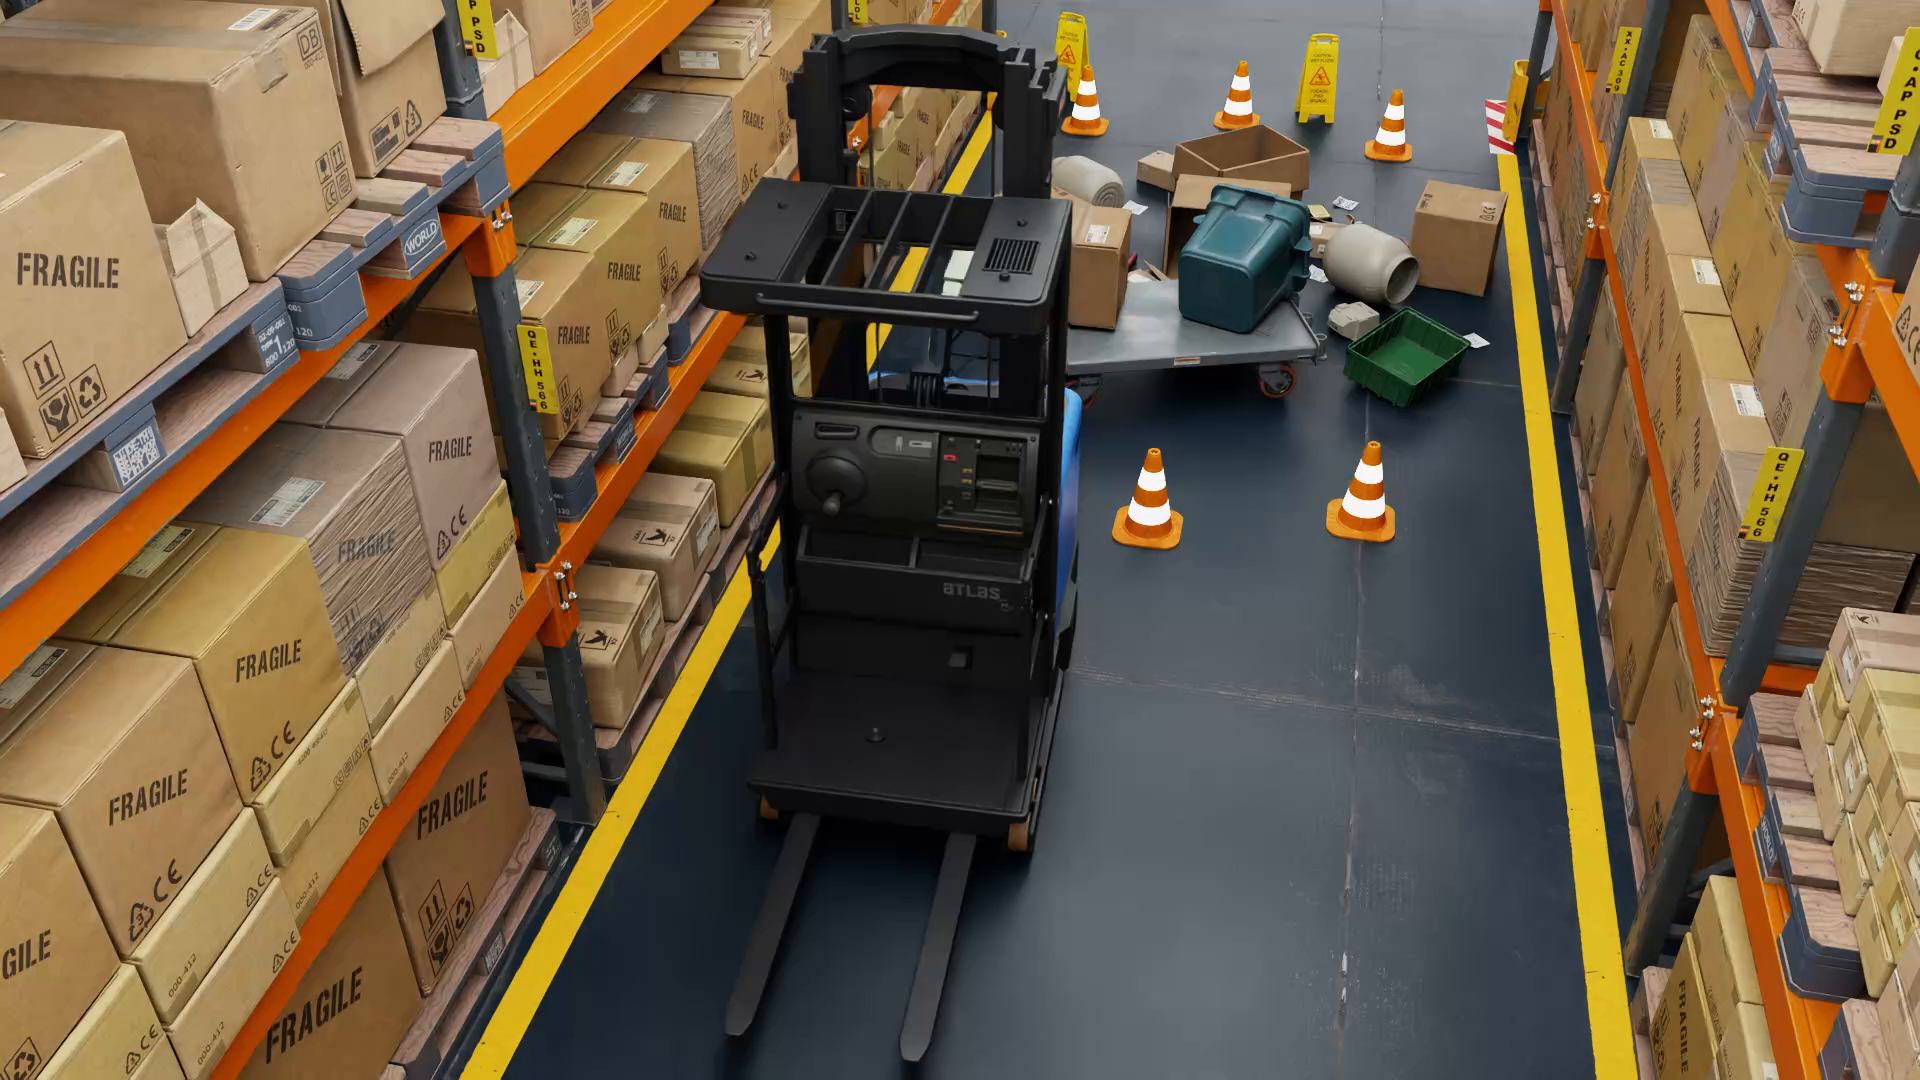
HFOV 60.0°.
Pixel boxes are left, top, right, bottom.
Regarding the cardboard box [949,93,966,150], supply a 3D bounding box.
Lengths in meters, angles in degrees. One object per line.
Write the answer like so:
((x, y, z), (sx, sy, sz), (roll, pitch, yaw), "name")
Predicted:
((-0.252, -3.008, 11.829), (0.500, 0.250, 0.500), (7, 37, 10), "cardboard box")

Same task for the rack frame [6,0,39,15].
((-5.928, -3.071, 9.931), (1.000, 3.000, 0.127), (7, 37, 10), "rack frame")

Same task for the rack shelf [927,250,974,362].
((0.116, -1.078, 7.769), (0.431, 0.370, 0.720), (9, 29, 4), "rack shelf")

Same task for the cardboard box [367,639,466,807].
((-1.880, 0.520, 5.104), (0.500, 0.250, 0.500), (8, 37, 11), "cardboard box")

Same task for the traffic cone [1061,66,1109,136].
((0.945, -3.309, 12.421), (0.336, 0.463, 0.334), (7, 37, 10), "traffic cone")

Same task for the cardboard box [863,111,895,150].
((-0.603, -2.442, 9.857), (0.380, 0.149, 0.250), (8, 37, 11), "cardboard box")

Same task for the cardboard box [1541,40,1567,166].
((4.554, -3.094, 11.416), (0.875, 0.875, 0.875), (8, 37, 10), "cardboard box")

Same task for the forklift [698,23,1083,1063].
((-0.205, -0.191, 6.016), (1.130, 2.935, 3.031), (6, 36, 8), "forklift")

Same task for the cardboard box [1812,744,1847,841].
((2.575, 0.722, 4.555), (0.380, 0.149, 0.250), (9, 37, 12), "cardboard box")

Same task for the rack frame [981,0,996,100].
((-0.223, -4.744, 12.240), (1.000, 3.000, 0.127), (7, 37, 10), "rack frame")

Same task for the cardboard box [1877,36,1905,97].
((2.838, -1.297, 4.683), (0.380, 0.166, 0.250), (7, 37, 10), "cardboard box")

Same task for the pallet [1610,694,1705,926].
((3.167, 1.091, 6.564), (1.003, 0.211, 1.213), (7, 37, 10), "pallet")

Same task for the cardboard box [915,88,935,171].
((-0.473, -2.721, 10.795), (0.500, 0.500, 0.500), (9, 37, 12), "cardboard box")

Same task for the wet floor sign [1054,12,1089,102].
((0.862, -3.766, 12.896), (0.267, 0.644, 0.232), (20, 41, 26), "wet floor sign")

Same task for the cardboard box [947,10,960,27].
((-0.209, -3.513, 11.334), (0.380, 0.149, 0.250), (8, 37, 11), "cardboard box")

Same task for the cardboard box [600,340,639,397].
((-1.484, -0.698, 6.513), (0.380, 0.149, 0.250), (5, 36, 7), "cardboard box")

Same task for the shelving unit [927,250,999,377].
((0.074, -0.737, 7.955), (0.431, 1.500, 0.755), (9, 29, 4), "shelving unit")

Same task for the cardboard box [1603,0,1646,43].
((3.896, -2.923, 8.680), (0.875, 0.550, 0.550), (7, 37, 10), "cardboard box")

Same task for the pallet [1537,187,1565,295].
((4.277, -1.887, 10.674), (1.003, 0.211, 1.213), (7, 37, 10), "pallet")

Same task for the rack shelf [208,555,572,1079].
((-2.359, 1.280, 4.541), (1.077, 0.370, 4.000), (7, 37, 10), "rack shelf")

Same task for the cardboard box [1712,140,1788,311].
((3.354, -1.174, 6.377), (0.700, 0.500, 0.500), (7, 37, 10), "cardboard box")

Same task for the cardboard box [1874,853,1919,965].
((2.463, 0.922, 4.025), (0.380, 0.149, 0.250), (7, 37, 10), "cardboard box")

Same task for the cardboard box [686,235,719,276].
((-1.289, -1.310, 7.357), (0.380, 0.149, 0.250), (8, 37, 11), "cardboard box")

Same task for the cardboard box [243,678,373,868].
((-1.983, 0.601, 4.567), (0.500, 0.250, 0.500), (6, 36, 9), "cardboard box")

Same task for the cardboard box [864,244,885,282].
((-0.688, -1.812, 10.179), (0.500, 0.250, 0.500), (6, 36, 8), "cardboard box")

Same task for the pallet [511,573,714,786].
((-1.764, 0.524, 7.348), (1.003, 0.211, 1.213), (7, 37, 10), "pallet")

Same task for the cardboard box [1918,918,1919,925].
((2.413, 0.938, 3.749), (0.380, 0.149, 0.250), (9, 37, 12), "cardboard box")

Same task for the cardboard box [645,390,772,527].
((-1.484, -0.444, 8.189), (0.950, 0.372, 0.625), (8, 37, 12), "cardboard box")

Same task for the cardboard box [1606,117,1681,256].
((3.404, -1.661, 7.901), (0.500, 0.500, 0.500), (8, 37, 10), "cardboard box")

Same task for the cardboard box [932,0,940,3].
((-0.299, -3.659, 10.957), (0.380, 0.149, 0.250), (7, 37, 9), "cardboard box")

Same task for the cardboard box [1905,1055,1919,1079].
((2.351, 1.328, 3.718), (0.380, 0.149, 0.250), (8, 37, 11), "cardboard box")

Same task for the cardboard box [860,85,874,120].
((-0.697, -2.490, 9.343), (0.380, 0.149, 0.250), (7, 37, 10), "cardboard box")

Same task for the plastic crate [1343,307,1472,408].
((2.537, -1.037, 9.472), (0.450, 0.188, 0.662), (36, 48, 26), "plastic crate")

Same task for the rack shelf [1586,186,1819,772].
((3.352, -0.450, 6.929), (1.077, 0.370, 4.000), (7, 37, 10), "rack shelf")

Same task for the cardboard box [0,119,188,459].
((-2.025, -0.536, 3.434), (0.500, 0.500, 0.500), (8, 37, 10), "cardboard box")

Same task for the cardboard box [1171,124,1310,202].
((1.875, -2.409, 11.145), (0.797, 0.503, 0.637), (-17, 39, -22), "cardboard box")

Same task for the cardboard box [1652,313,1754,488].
((2.974, -0.500, 6.299), (0.500, 0.500, 0.500), (7, 36, 9), "cardboard box")

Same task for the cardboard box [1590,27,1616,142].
((3.942, -2.480, 8.988), (0.875, 0.550, 0.550), (7, 37, 10), "cardboard box")

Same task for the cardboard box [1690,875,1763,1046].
((2.541, 1.308, 5.022), (0.500, 0.250, 0.500), (6, 36, 8), "cardboard box")

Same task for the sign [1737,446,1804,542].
((2.382, -0.132, 4.889), (0.100, 0.325, 0.005), (7, 37, 10), "sign")

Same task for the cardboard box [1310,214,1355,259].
((2.347, -1.998, 10.780), (0.396, 0.266, 0.258), (14, 38, 18), "cardboard box")

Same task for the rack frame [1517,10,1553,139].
((4.634, -4.182, 11.463), (1.000, 3.000, 0.127), (7, 37, 10), "rack frame")

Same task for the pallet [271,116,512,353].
((-2.018, -0.920, 4.568), (1.213, 0.211, 1.003), (9, 37, 12), "pallet")

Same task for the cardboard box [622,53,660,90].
((-1.683, -1.980, 7.729), (0.500, 0.500, 0.500), (7, 37, 10), "cardboard box")

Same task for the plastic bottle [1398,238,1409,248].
((2.774, -1.909, 10.832), (0.283, 0.061, 0.133), (-5, 36, -6), "plastic bottle")

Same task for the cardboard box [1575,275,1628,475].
((3.735, -0.780, 8.330), (1.050, 0.750, 0.750), (7, 37, 10), "cardboard box")

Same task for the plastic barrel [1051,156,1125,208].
((0.814, -2.327, 11.100), (0.421, 0.421, 0.512), (-24, 42, -30), "plastic barrel")

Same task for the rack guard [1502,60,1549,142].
((4.639, -3.183, 12.216), (1.175, 0.500, 0.348), (7, 37, 10), "rack guard")

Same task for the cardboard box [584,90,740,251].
((-1.284, -1.608, 7.216), (0.500, 0.500, 0.500), (6, 36, 8), "cardboard box")

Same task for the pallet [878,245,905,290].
((-0.969, -1.711, 10.431), (1.003, 0.211, 1.213), (7, 37, 10), "pallet")

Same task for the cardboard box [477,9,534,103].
((-1.644, -1.623, 5.492), (0.396, 0.266, 0.258), (7, 37, 10), "cardboard box")

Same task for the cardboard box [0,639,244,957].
((-2.116, 0.594, 3.937), (0.500, 0.500, 0.500), (7, 36, 9), "cardboard box")

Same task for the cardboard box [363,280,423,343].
((-2.107, -0.784, 6.079), (0.500, 0.500, 0.500), (6, 36, 9), "cardboard box")

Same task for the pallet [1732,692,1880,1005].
((2.877, 0.904, 4.610), (1.213, 0.211, 1.003), (7, 37, 10), "pallet")

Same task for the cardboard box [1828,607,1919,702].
((2.636, 0.339, 4.576), (0.380, 0.149, 0.250), (7, 37, 10), "cardboard box")

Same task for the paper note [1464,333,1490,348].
((3.039, -1.185, 9.859), (0.147, 0.020, 0.142), (-17, 39, -22), "paper note")

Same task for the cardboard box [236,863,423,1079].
((-2.355, 1.429, 5.175), (0.875, 0.875, 0.875), (8, 37, 11), "cardboard box")
